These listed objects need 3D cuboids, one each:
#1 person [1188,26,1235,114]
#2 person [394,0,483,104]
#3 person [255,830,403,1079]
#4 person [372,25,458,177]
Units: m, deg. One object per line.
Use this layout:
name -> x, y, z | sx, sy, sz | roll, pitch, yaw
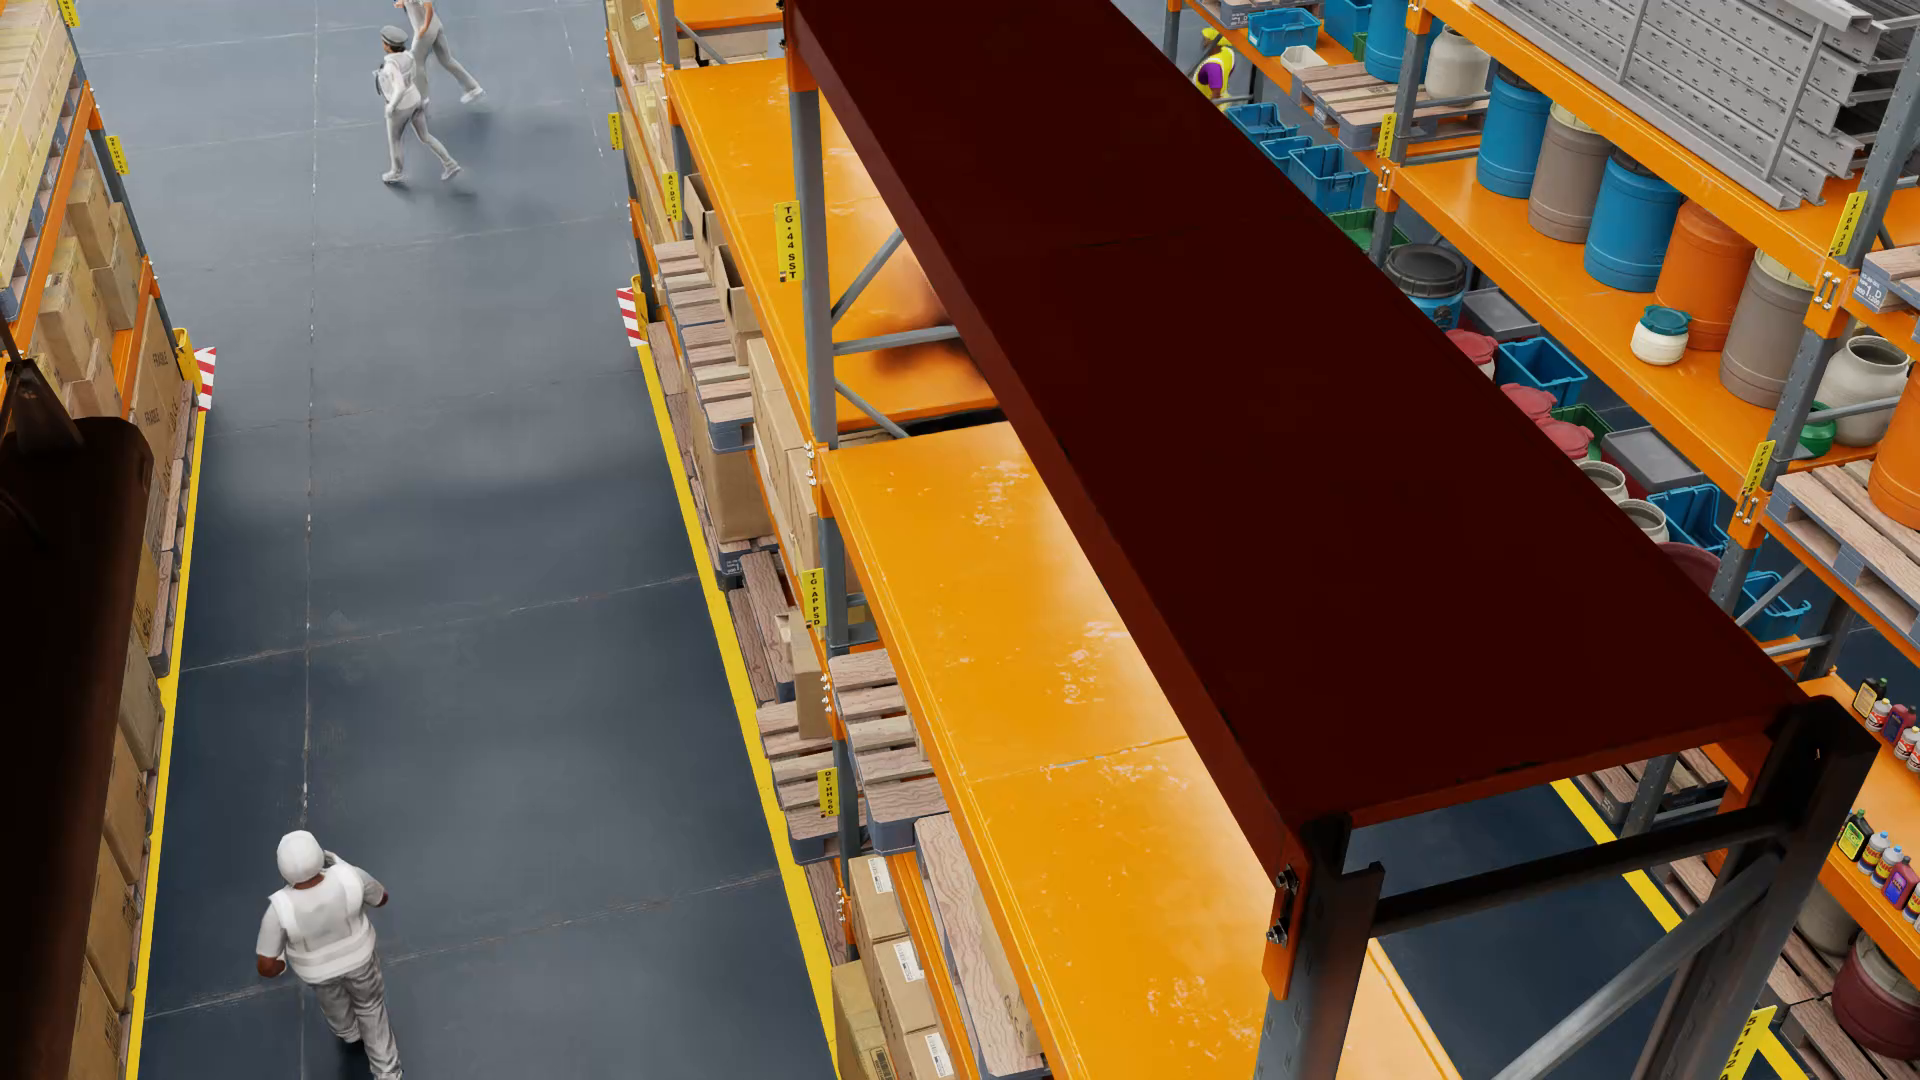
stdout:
person -> 2.504, -4.422, 16.996 | 0.586, 1.762, 0.711 | 22, 43, 25
person -> -5.904, -5.637, 18.577 | 0.927, 1.682, 0.529 | 6, 39, 8
person -> -3.234, 2.173, 8.631 | 0.657, 1.835, 0.763 | -16, 41, -19
person -> -5.635, -4.447, 16.971 | 0.777, 1.606, 0.606 | 14, 41, 17
